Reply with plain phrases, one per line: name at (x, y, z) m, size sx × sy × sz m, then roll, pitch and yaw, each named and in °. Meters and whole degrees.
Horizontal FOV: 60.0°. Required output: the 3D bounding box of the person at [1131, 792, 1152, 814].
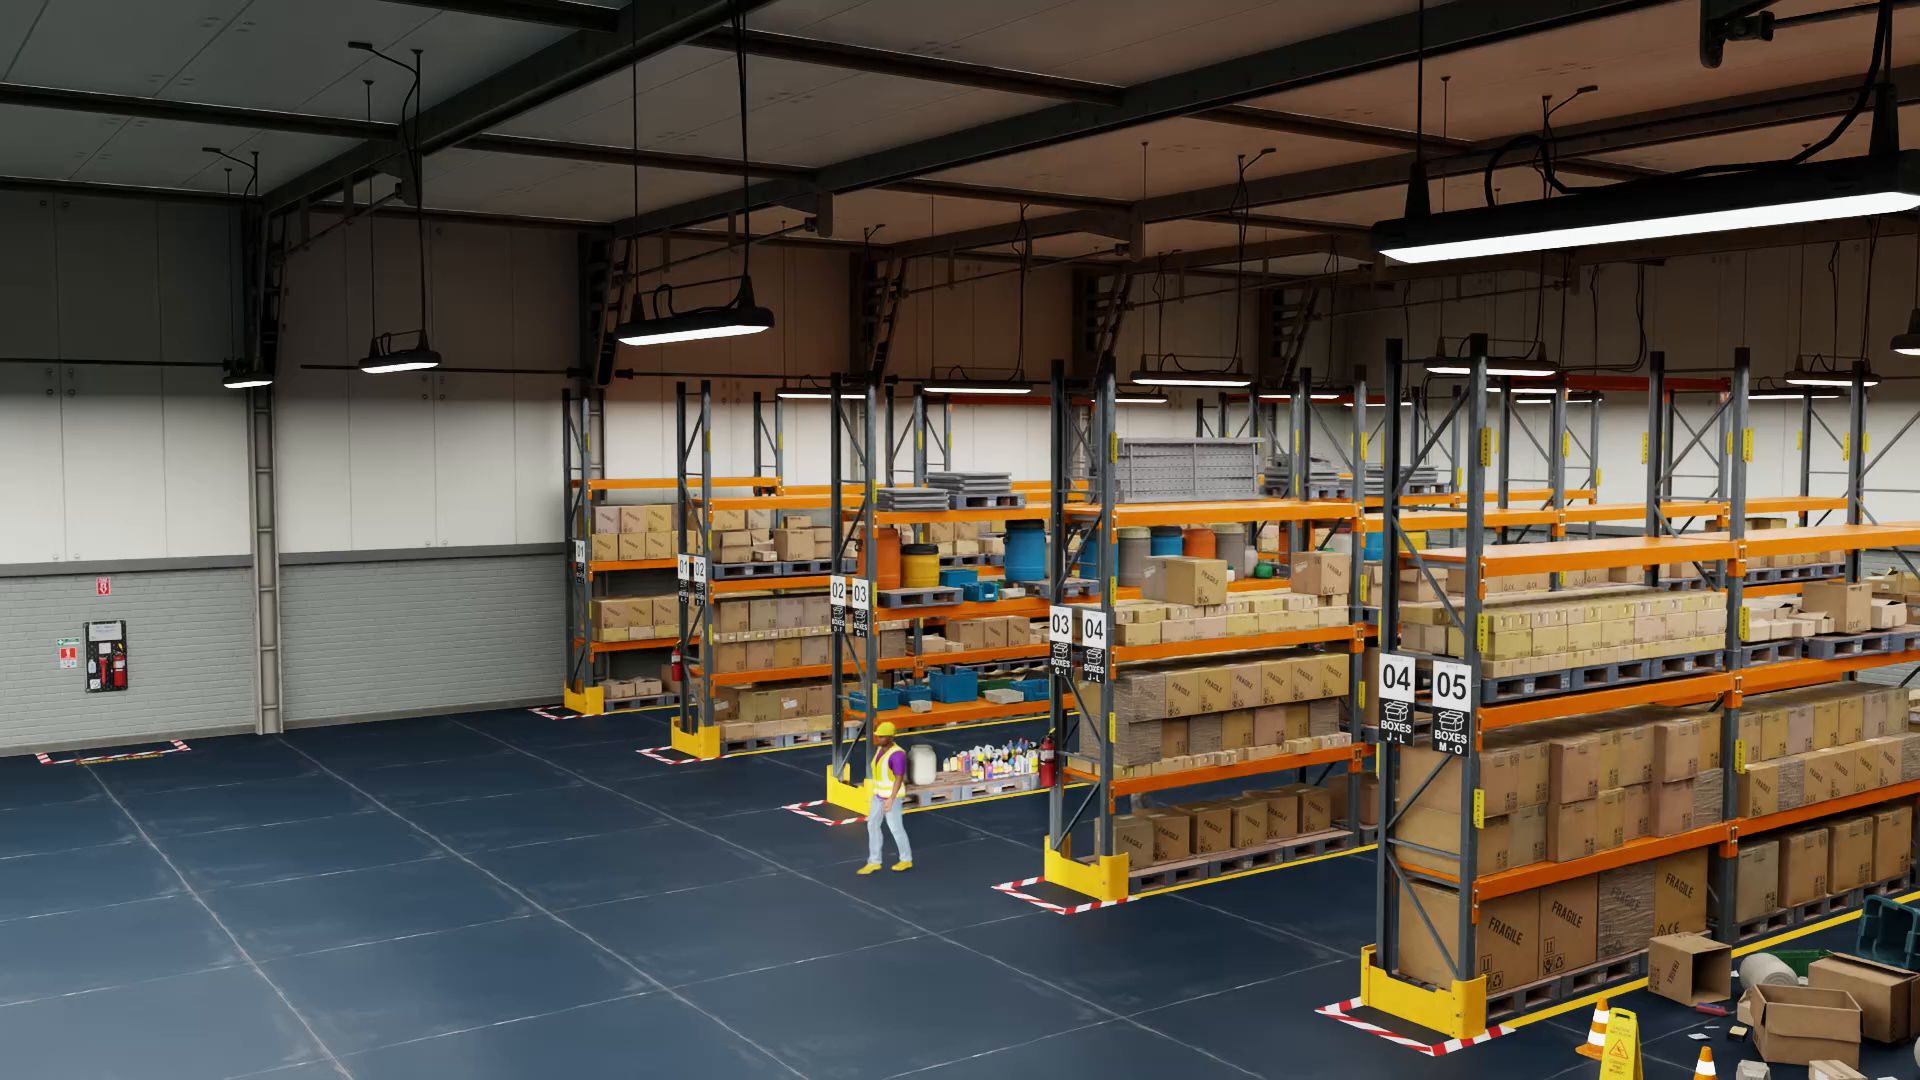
person at (2.213, 2.918, 21.129) m, size 0.656 × 1.787 × 0.622 m, roll -1°, pitch 4°, yaw -18°

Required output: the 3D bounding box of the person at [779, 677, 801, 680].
person at (-3.100, 2.381, 29.620) m, size 0.577 × 1.793 × 0.733 m, roll 3°, pitch 5°, yaw 42°

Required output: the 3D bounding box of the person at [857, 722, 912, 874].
person at (-0.876, 3.036, 19.583) m, size 0.659 × 1.796 × 0.638 m, roll -2°, pitch 4°, yaw -32°
